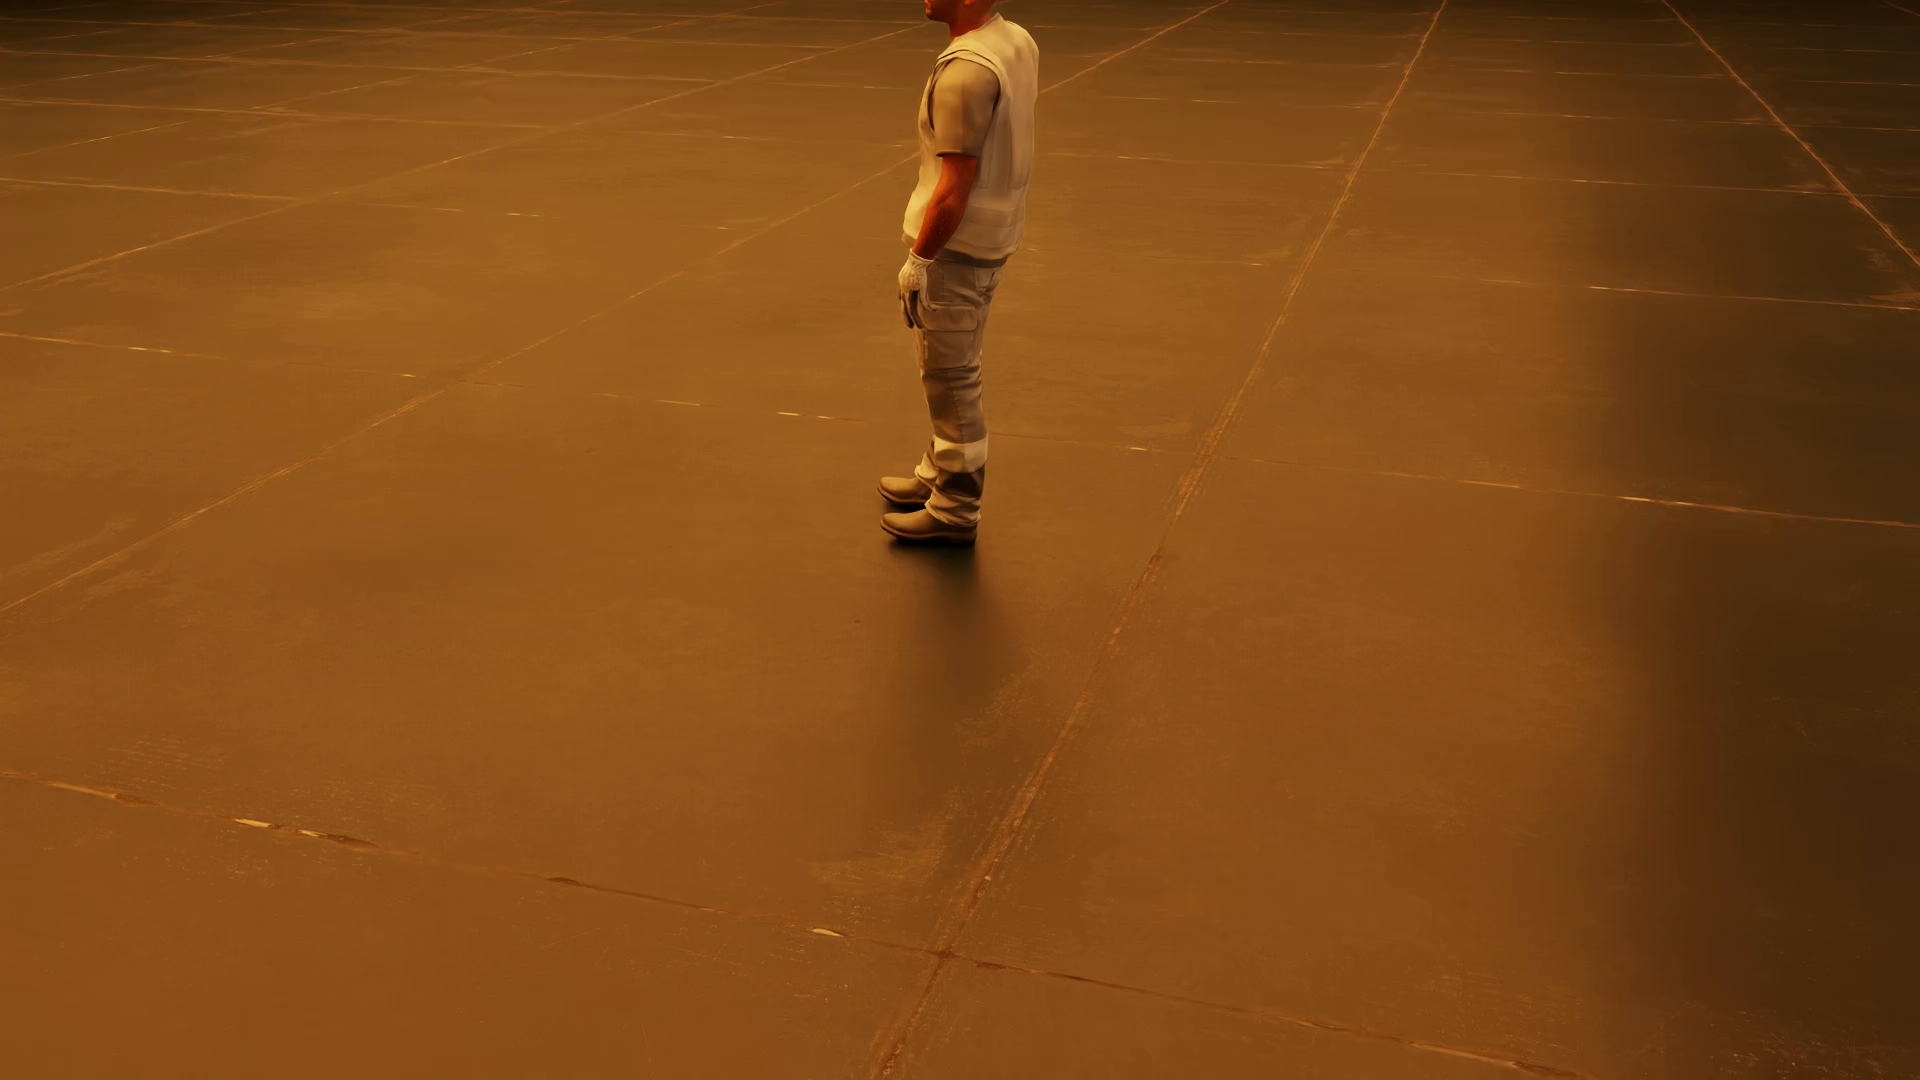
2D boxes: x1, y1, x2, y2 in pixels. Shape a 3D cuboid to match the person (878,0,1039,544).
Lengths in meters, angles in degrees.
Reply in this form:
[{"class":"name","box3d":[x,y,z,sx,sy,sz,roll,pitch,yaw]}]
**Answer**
[{"class":"person","box3d":[-0.073,-0.847,4.809,0.564,1.787,0.637,7,23,16]}]
